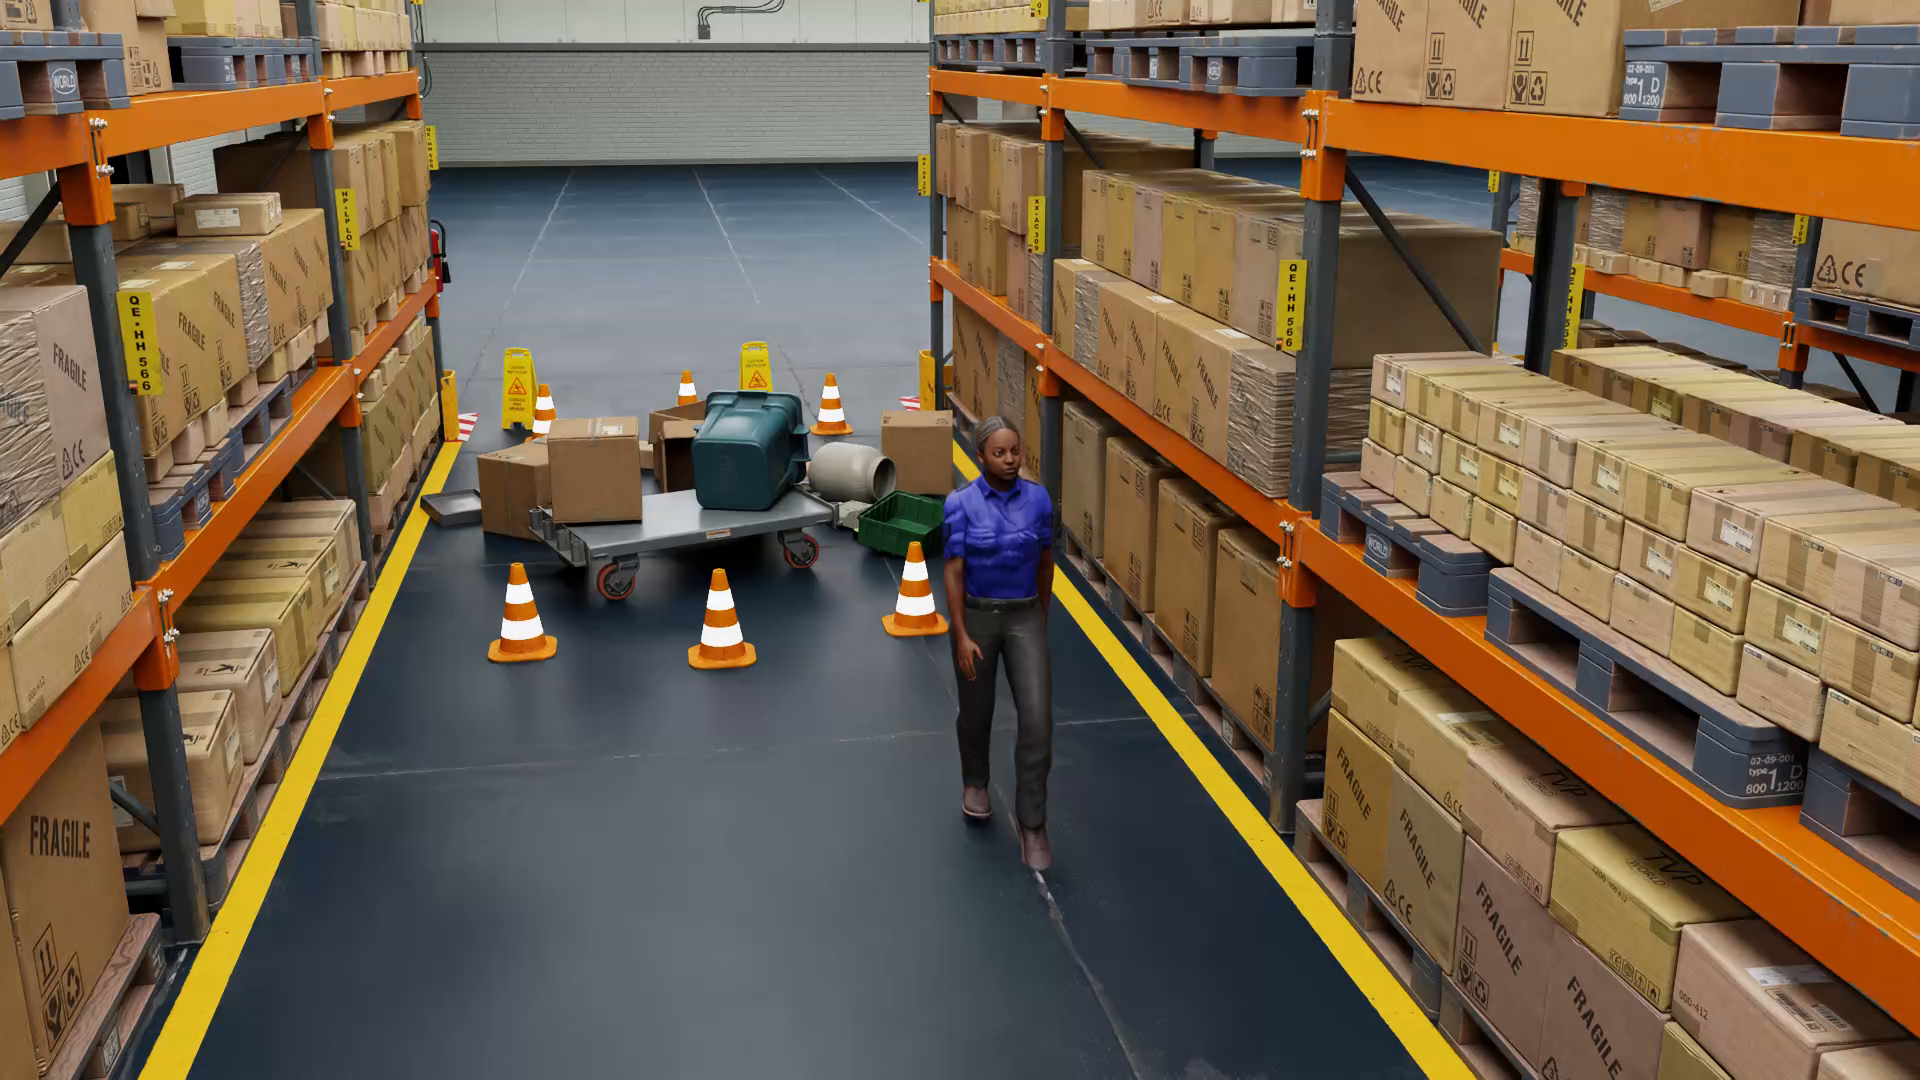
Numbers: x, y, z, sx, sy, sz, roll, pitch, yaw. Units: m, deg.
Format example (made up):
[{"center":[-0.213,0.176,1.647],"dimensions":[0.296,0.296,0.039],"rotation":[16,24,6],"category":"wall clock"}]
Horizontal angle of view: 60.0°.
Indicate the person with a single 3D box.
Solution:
[{"center":[0.158,0.388,6.323],"dimensions":[0.452,1.699,0.673],"rotation":[-2,17,-8],"category":"person"}]
